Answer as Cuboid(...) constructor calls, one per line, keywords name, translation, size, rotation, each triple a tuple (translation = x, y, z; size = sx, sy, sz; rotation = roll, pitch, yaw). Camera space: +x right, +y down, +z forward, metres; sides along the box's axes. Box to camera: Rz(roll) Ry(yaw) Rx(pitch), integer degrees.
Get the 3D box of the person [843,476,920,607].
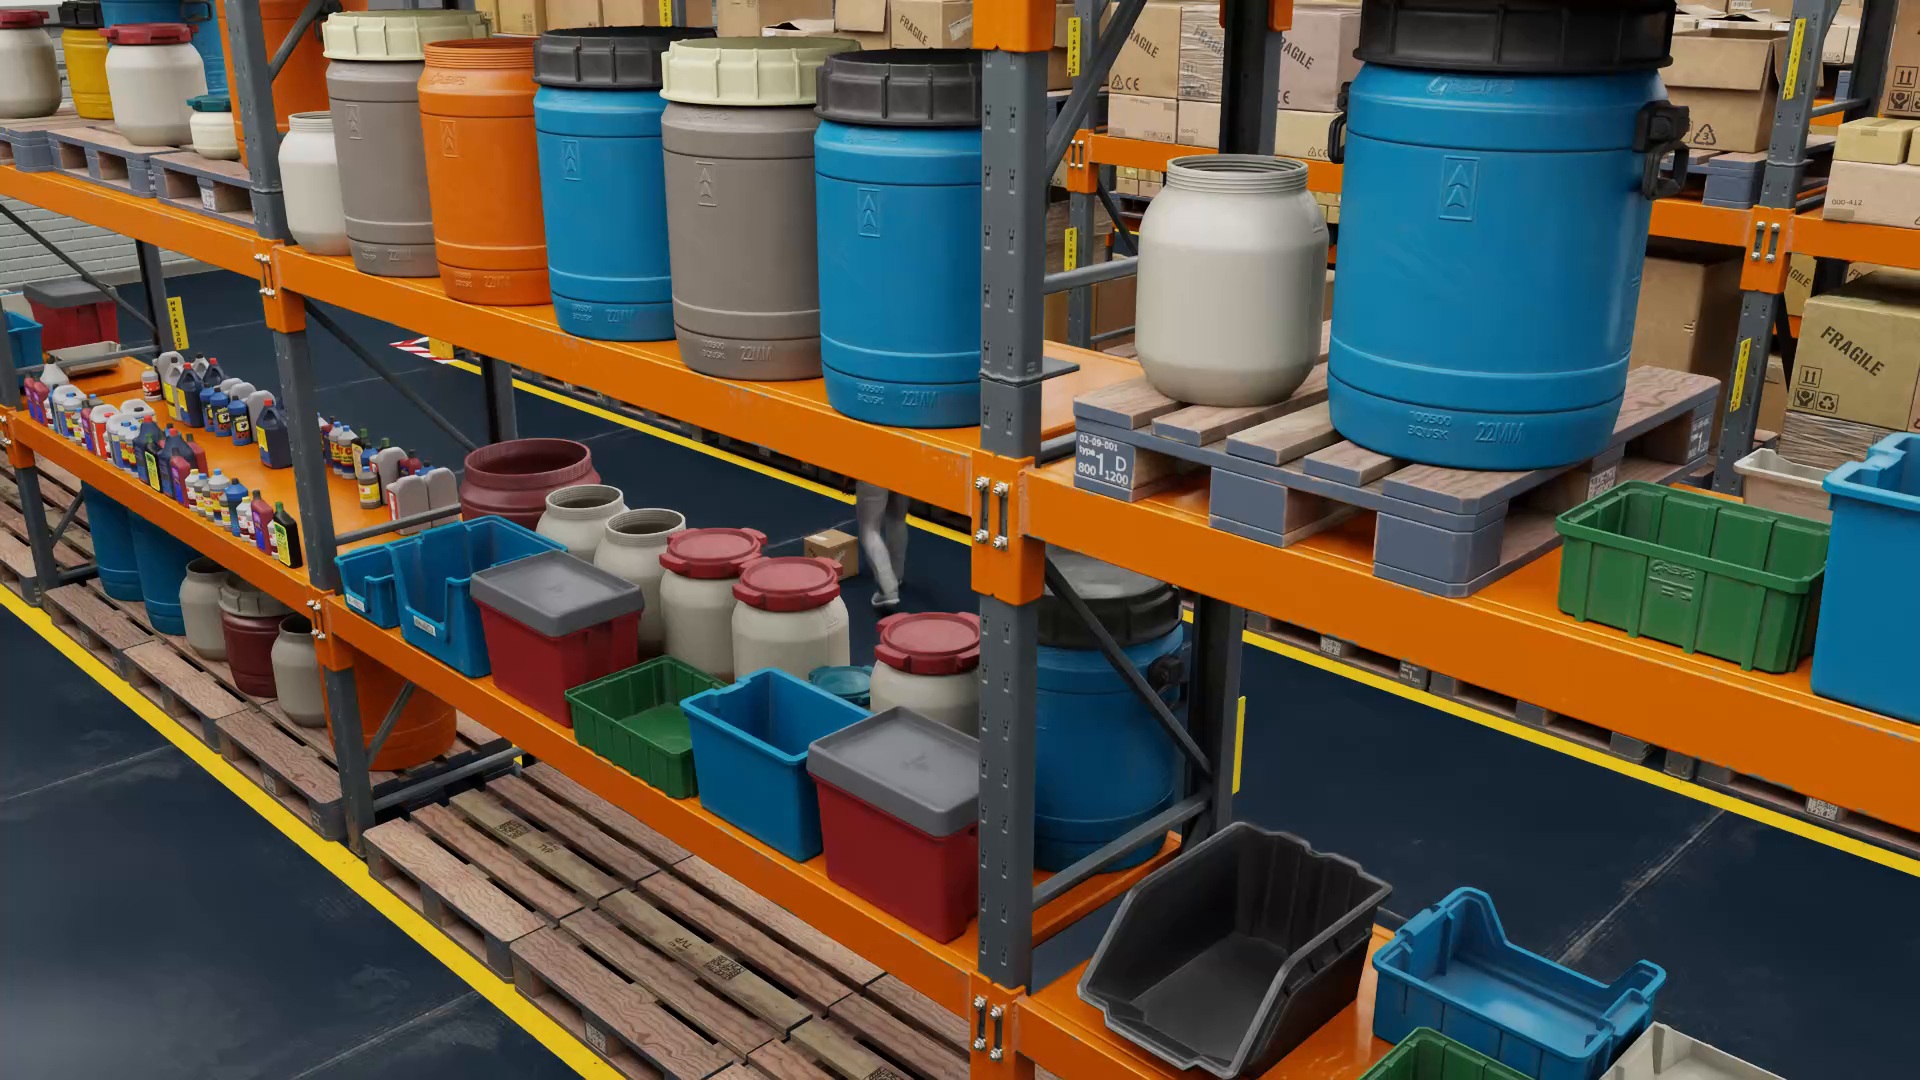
Cuboid(name="person", translation=(-0.465, -0.422, 10.161), size=(0.463, 1.644, 0.787), rotation=(-12, 24, -28))
